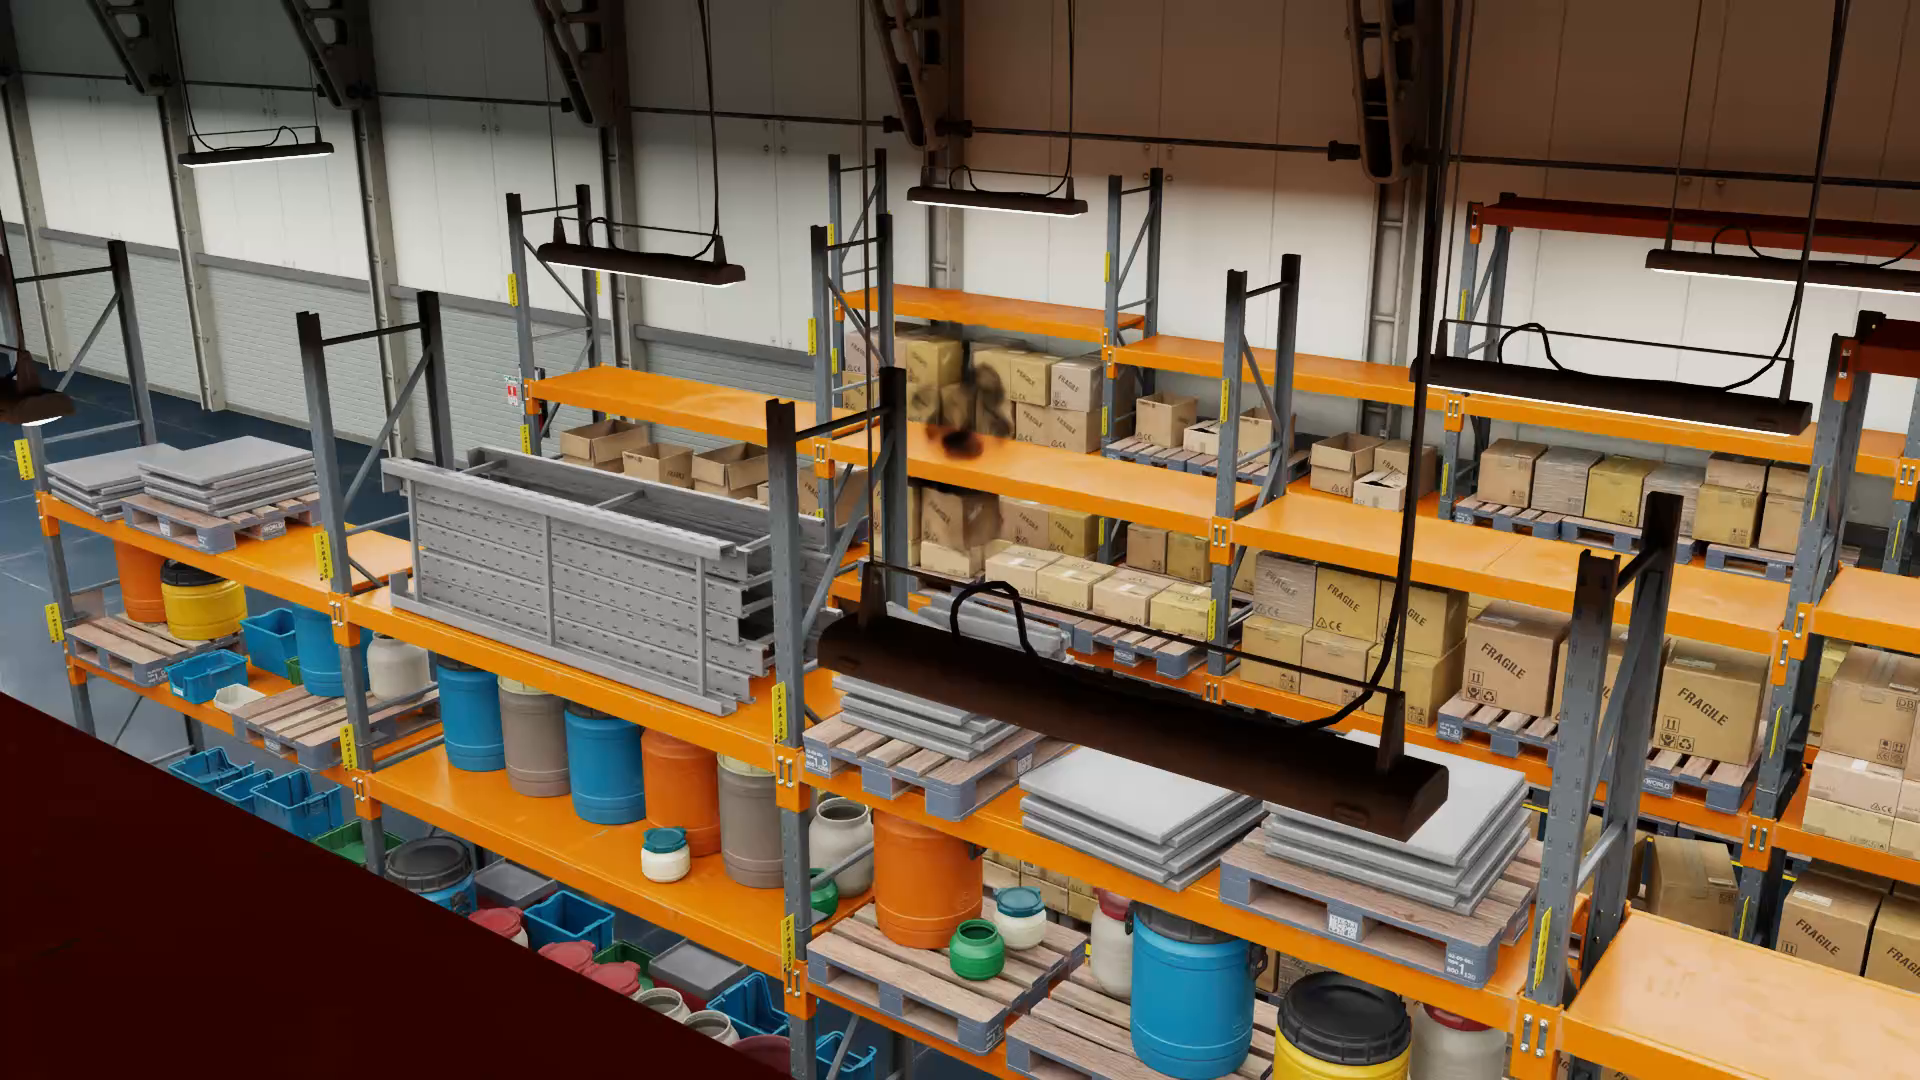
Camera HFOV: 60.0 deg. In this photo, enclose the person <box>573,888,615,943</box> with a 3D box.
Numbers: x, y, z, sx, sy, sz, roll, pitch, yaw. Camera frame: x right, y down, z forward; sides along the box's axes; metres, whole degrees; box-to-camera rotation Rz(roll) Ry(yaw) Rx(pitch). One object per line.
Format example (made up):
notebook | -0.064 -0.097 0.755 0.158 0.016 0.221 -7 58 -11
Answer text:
person | -3.005 2.905 13.833 0.797 1.694 0.632 16 24 39
